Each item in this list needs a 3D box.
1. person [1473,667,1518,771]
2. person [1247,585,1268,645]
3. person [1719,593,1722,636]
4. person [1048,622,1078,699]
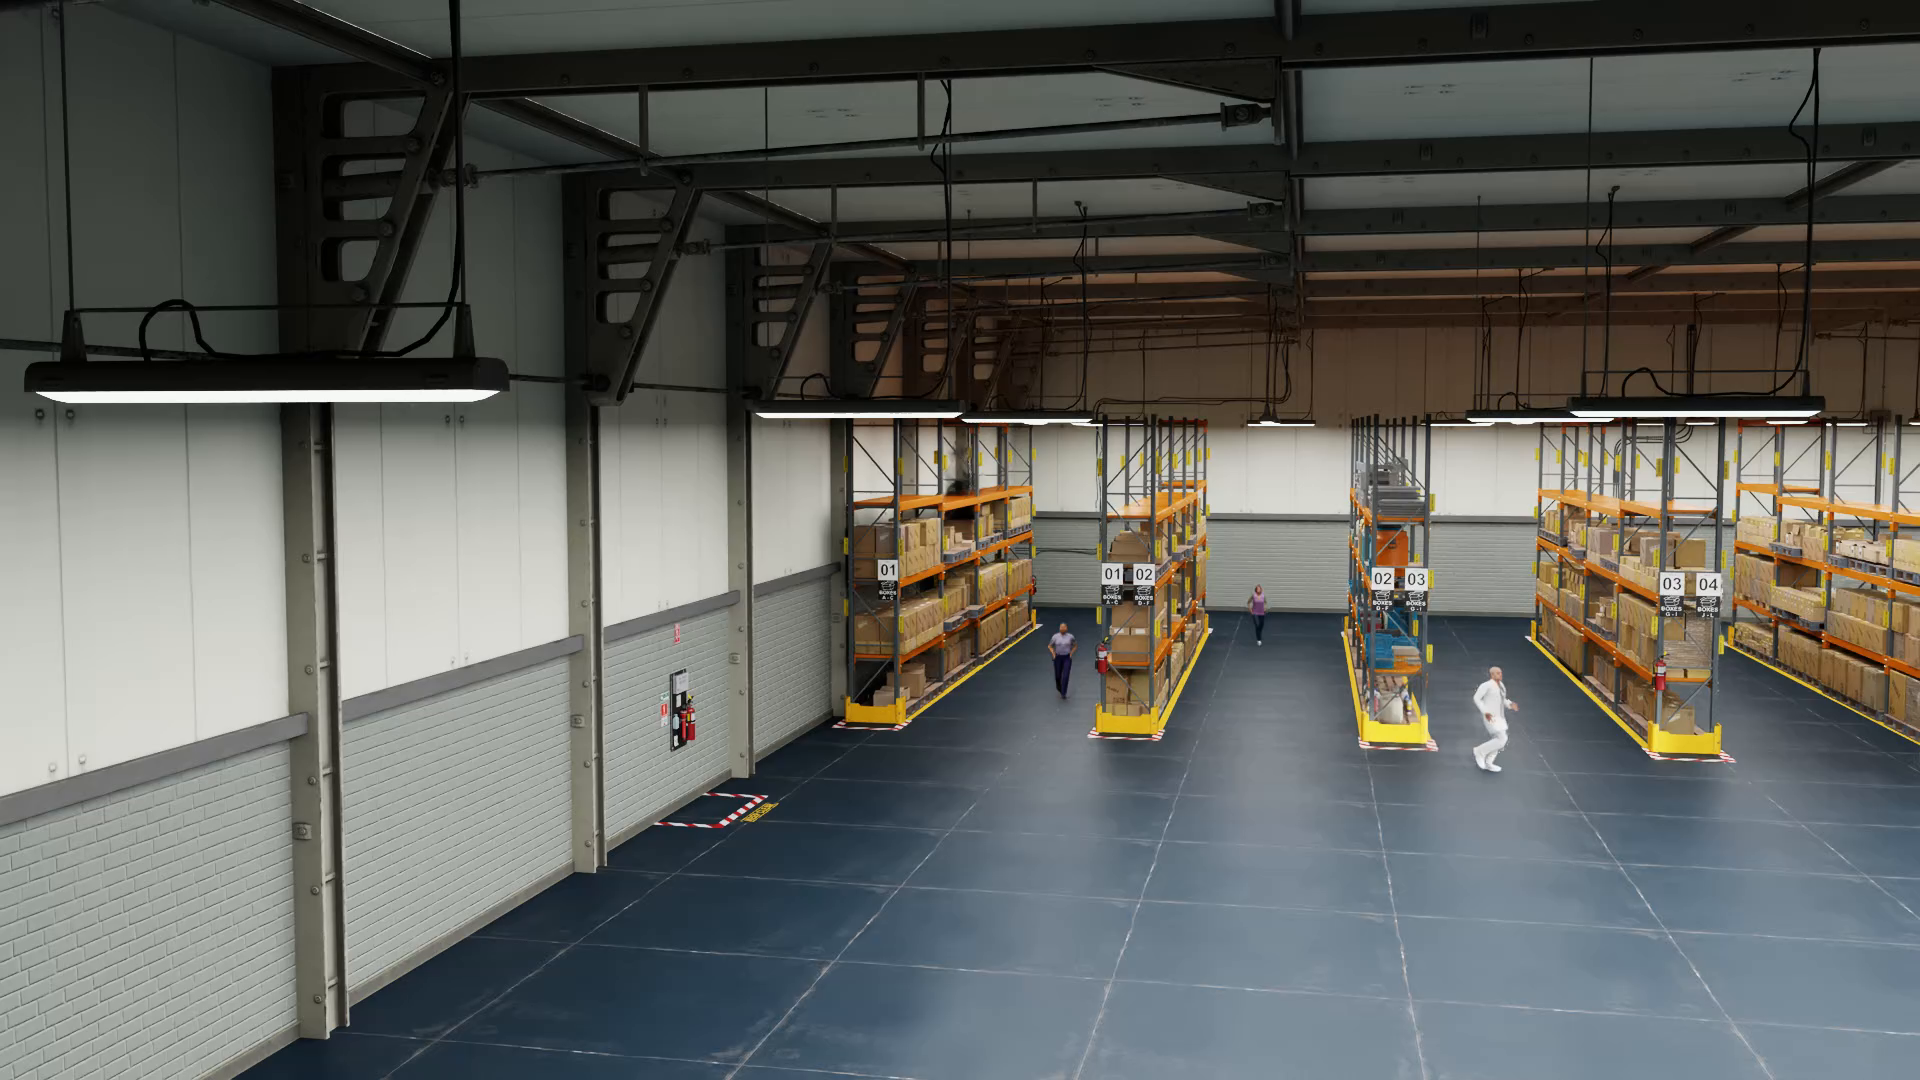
[{"bbox_3d":[8.990,2.996,27.859,0.650,1.747,0.692,4,5,43],"label":"person"},{"bbox_3d":[7.936,1.944,44.373,0.563,1.491,0.657,0,4,-1],"label":"person"},{"bbox_3d":[20.332,1.886,44.865,0.768,1.808,0.708,-1,4,-14],"label":"person"},{"bbox_3d":[2.198,2.554,35.466,0.625,1.608,0.726,0,4,1],"label":"person"}]
